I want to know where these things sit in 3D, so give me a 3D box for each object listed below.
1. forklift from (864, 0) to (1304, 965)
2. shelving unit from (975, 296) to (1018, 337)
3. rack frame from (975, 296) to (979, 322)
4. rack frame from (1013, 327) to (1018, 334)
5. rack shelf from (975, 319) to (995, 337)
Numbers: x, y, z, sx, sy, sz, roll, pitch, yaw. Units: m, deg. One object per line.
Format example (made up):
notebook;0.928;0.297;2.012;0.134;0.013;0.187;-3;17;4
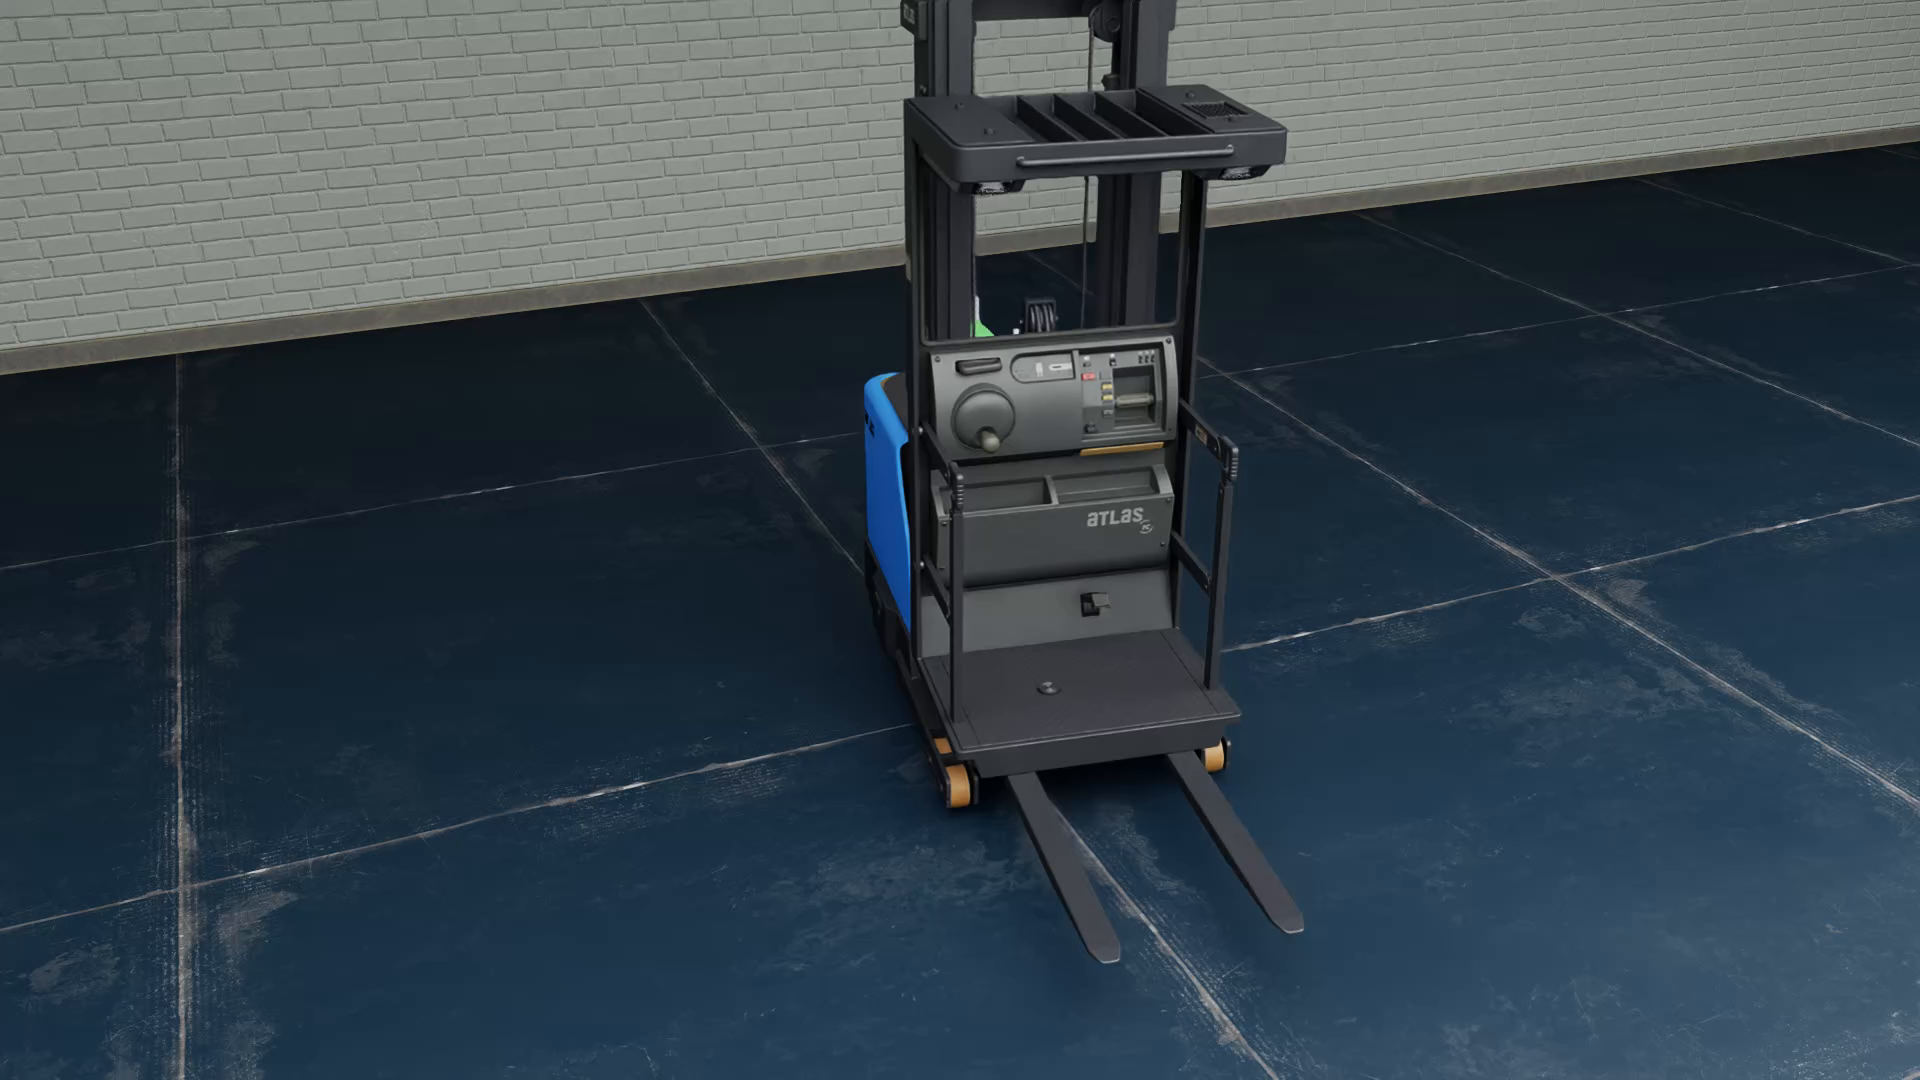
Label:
forklift;0.405;-0.500;5.934;1.130;2.935;3.031;-6;27;-12
shelving unit;0.061;-0.496;7.898;0.258;1.200;0.503;-9;28;-18
rack frame;-0.025;-0.596;8.103;0.240;1.200;0.015;-9;28;-18
rack frame;0.146;-0.395;7.692;0.240;1.200;0.015;-9;28;-18
rack shelf;0.061;-0.870;7.715;0.258;0.148;0.480;-9;28;-18
